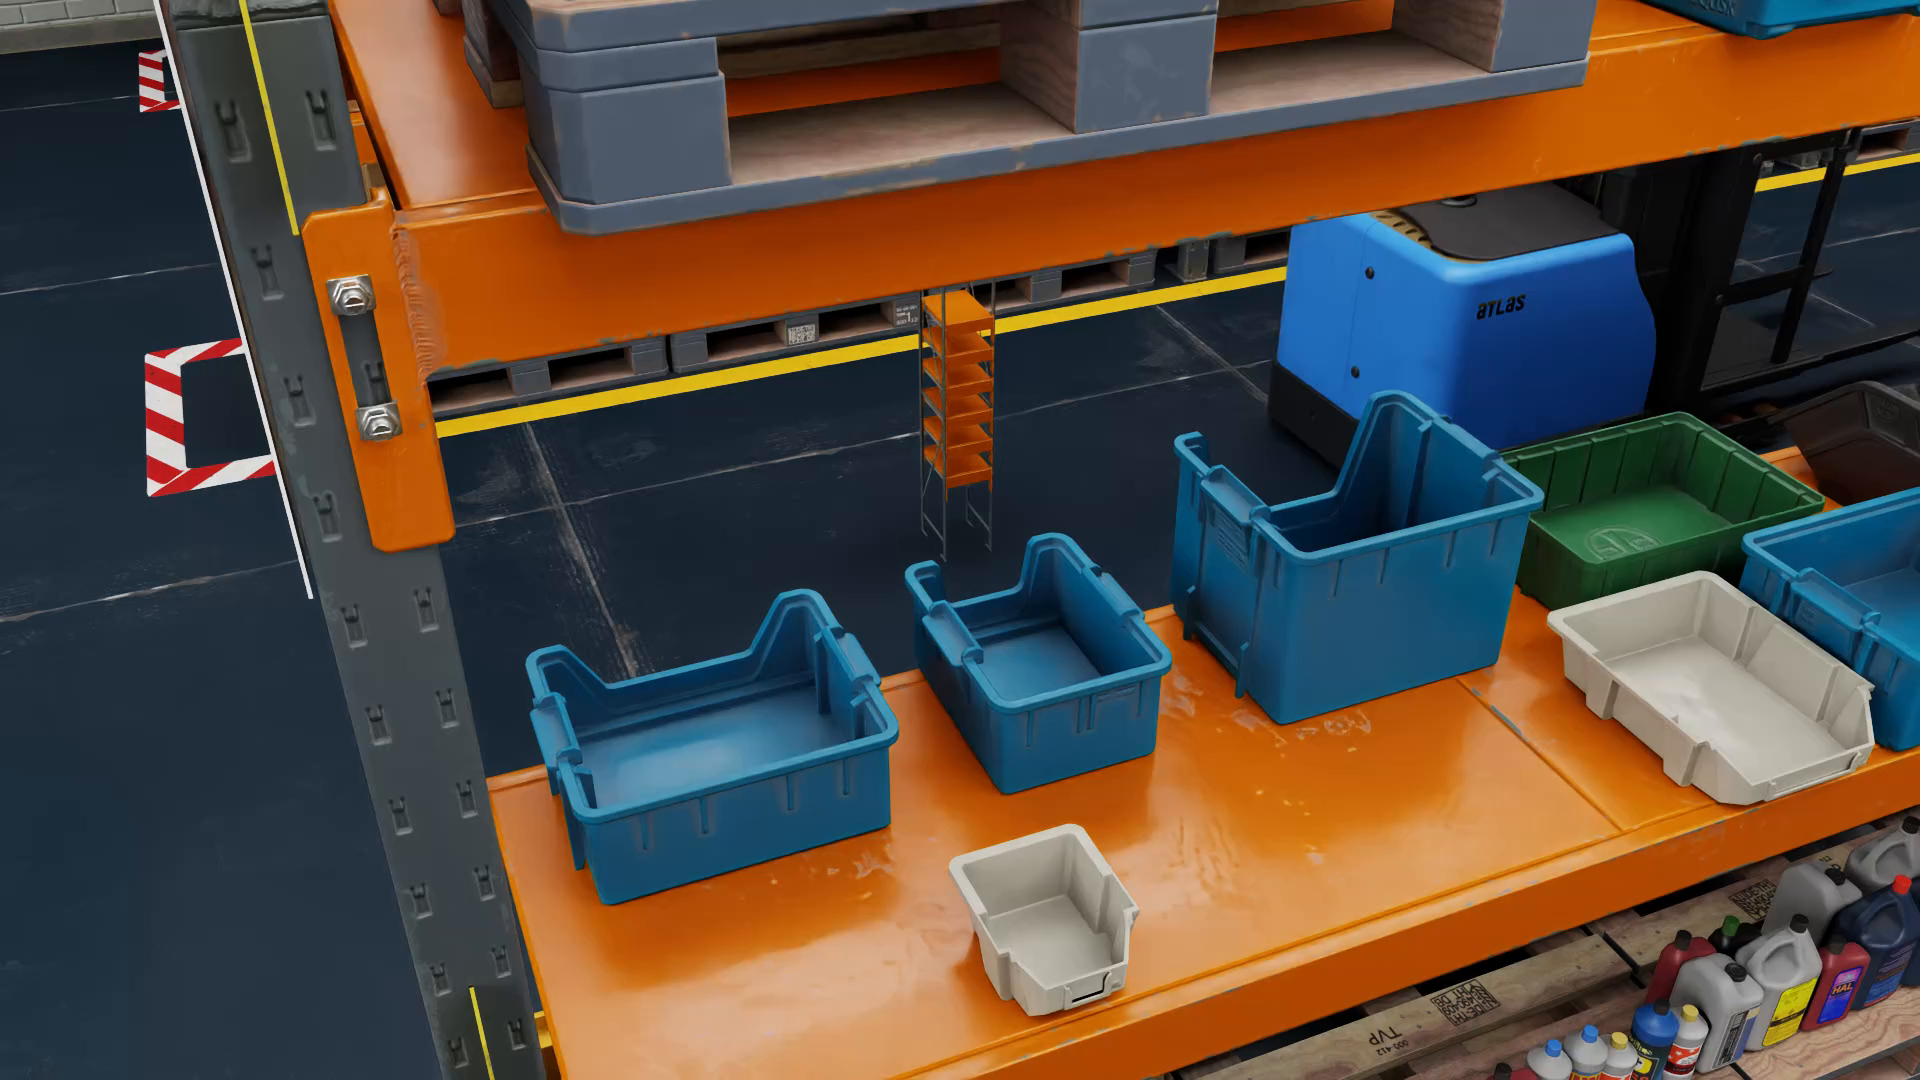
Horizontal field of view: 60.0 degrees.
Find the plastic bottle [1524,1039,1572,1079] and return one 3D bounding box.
[{"bbox_3d":[1.305,1.220,3.722,0.097,0.271,0.097,0,33,0],"label":"plastic bottle"}]

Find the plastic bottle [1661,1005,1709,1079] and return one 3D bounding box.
[{"bbox_3d":[1.678,1.164,3.873,0.097,0.201,0.097,0,33,0],"label":"plastic bottle"}]

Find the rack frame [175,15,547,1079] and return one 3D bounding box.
[{"bbox_3d":[-0.804,0.560,2.640,0.127,3.000,1.000,-13,35,-19],"label":"rack frame"}]

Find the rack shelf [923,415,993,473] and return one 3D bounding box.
[{"bbox_3d":[-0.013,-0.362,6.008,0.180,0.103,0.258,-13,35,-19],"label":"rack shelf"}]

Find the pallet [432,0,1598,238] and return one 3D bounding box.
[{"bbox_3d":[-0.003,-0.744,2.066,1.213,0.211,1.003,-13,35,-19],"label":"pallet"}]

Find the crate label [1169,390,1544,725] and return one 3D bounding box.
[{"bbox_3d":[0.789,0.020,3.436,0.616,0.435,0.502,-13,35,-19],"label":"crate label"}]

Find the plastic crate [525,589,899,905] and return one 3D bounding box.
[{"bbox_3d":[-0.458,0.366,3.074,0.616,0.251,0.499,-13,35,-19],"label":"plastic crate"}]

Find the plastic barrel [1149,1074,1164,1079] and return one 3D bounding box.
[{"bbox_3d":[0.236,1.143,3.639,0.421,0.512,0.421,0,33,0],"label":"plastic barrel"}]

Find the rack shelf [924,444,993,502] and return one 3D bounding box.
[{"bbox_3d":[-0.013,-0.261,6.073,0.180,0.103,0.258,-13,35,-19],"label":"rack shelf"}]

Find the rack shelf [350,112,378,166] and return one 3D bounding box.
[{"bbox_3d":[-0.874,-2.053,7.314,4.000,0.370,1.077,-13,35,-19],"label":"rack shelf"}]

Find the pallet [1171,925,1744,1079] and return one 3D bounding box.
[{"bbox_3d":[1.123,1.264,4.113,1.213,0.211,1.003,-13,35,-19],"label":"pallet"}]

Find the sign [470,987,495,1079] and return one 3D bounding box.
[{"bbox_3d":[-0.595,0.721,2.138,0.005,0.325,0.100,-13,35,-19],"label":"sign"}]

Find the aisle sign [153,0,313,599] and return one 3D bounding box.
[{"bbox_3d":[-0.757,-0.368,1.681,0.004,0.787,0.394,-13,35,-19],"label":"aisle sign"}]

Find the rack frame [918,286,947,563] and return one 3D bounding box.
[{"bbox_3d":[-0.098,-0.481,5.888,0.006,1.200,0.240,-13,35,-19],"label":"rack frame"}]

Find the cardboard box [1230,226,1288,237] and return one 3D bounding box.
[{"bbox_3d":[1.438,-1.761,8.342,0.500,0.250,0.500,-14,35,-20],"label":"cardboard box"}]

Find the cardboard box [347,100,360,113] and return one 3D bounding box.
[{"bbox_3d":[-2.282,-2.066,6.583,0.500,0.500,0.700,-13,35,-19],"label":"cardboard box"}]

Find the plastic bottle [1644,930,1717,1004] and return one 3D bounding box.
[{"bbox_3d":[1.734,1.038,3.992,0.133,0.283,0.061,-13,35,-19],"label":"plastic bottle"}]

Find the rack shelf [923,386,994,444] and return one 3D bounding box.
[{"bbox_3d":[-0.013,-0.463,5.942,0.180,0.103,0.258,-13,35,-19],"label":"rack shelf"}]

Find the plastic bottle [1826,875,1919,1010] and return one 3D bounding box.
[{"bbox_3d":[2.225,0.962,4.046,0.185,0.351,0.144,-15,36,-21],"label":"plastic bottle"}]

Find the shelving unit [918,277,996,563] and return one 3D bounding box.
[{"bbox_3d":[-0.013,-0.500,5.918,0.189,1.200,0.258,-13,35,-19],"label":"shelving unit"}]

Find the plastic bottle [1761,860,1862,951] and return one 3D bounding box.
[{"bbox_3d":[2.145,0.925,4.173,0.135,0.276,0.152,-13,35,-19],"label":"plastic bottle"}]

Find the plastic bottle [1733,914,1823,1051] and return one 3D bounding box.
[{"bbox_3d":[1.928,1.031,3.941,0.185,0.351,0.144,-13,35,-19],"label":"plastic bottle"}]

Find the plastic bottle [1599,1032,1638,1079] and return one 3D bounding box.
[{"bbox_3d":[1.488,1.208,3.806,0.097,0.201,0.097,0,33,0],"label":"plastic bottle"}]

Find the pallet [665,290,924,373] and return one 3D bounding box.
[{"bbox_3d":[-0.906,-1.201,7.903,1.213,0.211,1.003,-13,35,-19],"label":"pallet"}]

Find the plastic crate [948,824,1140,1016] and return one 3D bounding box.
[{"bbox_3d":[0.146,0.643,2.753,0.250,0.136,0.298,-13,35,-19],"label":"plastic crate"}]

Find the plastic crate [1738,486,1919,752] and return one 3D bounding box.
[{"bbox_3d":[1.969,0.148,3.409,0.616,0.251,0.499,-13,35,-19],"label":"plastic crate"}]

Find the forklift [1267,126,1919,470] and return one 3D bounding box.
[{"bbox_3d":[2.842,-1.824,6.365,3.031,2.935,1.130,-14,36,-21],"label":"forklift"}]

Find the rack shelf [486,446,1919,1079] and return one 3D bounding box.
[{"bbox_3d":[1.040,0.439,3.485,4.000,0.370,1.077,-13,35,-19],"label":"rack shelf"}]

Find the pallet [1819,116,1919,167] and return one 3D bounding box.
[{"bbox_3d":[5.362,-2.591,10.038,1.213,0.211,1.003,-13,35,-19],"label":"pallet"}]

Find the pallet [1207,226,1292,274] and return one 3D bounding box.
[{"bbox_3d":[1.635,-1.783,8.797,1.213,0.211,1.003,-13,35,-19],"label":"pallet"}]

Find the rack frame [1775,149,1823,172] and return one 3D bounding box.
[{"bbox_3d":[4.659,-3.621,9.065,0.127,3.000,1.000,-13,35,-19],"label":"rack frame"}]
